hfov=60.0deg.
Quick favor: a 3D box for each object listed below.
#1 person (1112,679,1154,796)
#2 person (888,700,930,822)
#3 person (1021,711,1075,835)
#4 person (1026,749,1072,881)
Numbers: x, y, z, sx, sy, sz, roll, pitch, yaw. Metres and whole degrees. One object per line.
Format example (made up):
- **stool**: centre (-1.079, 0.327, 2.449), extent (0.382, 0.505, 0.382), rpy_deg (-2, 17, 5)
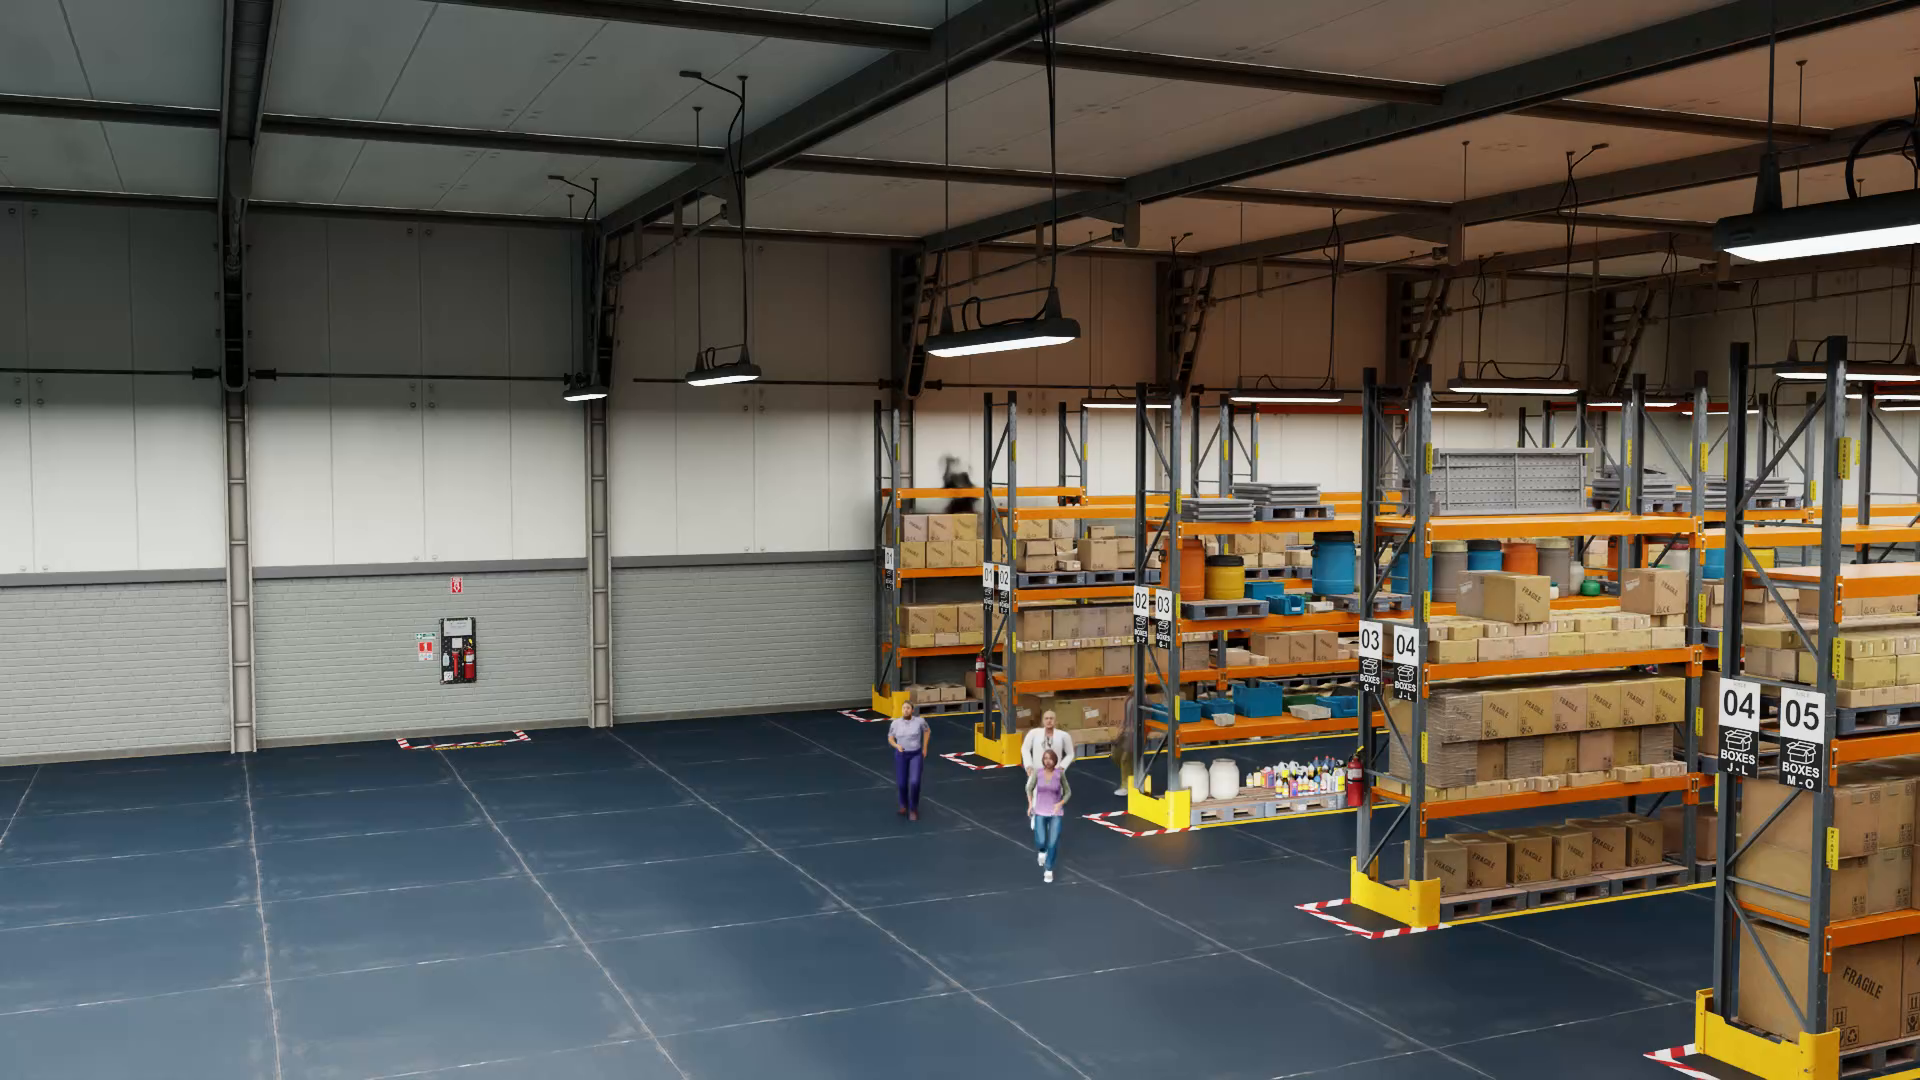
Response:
- **person**: centre (2.512, 2.884, 24.440), extent (0.591, 1.714, 0.704), rpy_deg (-2, 4, -29)
- **person**: centre (-0.706, 3.030, 22.867), extent (0.561, 1.676, 0.720), rpy_deg (0, 3, 6)
- **person**: centre (1.140, 3.059, 21.594), extent (0.697, 1.697, 0.608), rpy_deg (0, 3, 5)
- **person**: centre (1.047, 3.252, 19.674), extent (0.549, 1.555, 0.537), rpy_deg (0, 3, 7)
